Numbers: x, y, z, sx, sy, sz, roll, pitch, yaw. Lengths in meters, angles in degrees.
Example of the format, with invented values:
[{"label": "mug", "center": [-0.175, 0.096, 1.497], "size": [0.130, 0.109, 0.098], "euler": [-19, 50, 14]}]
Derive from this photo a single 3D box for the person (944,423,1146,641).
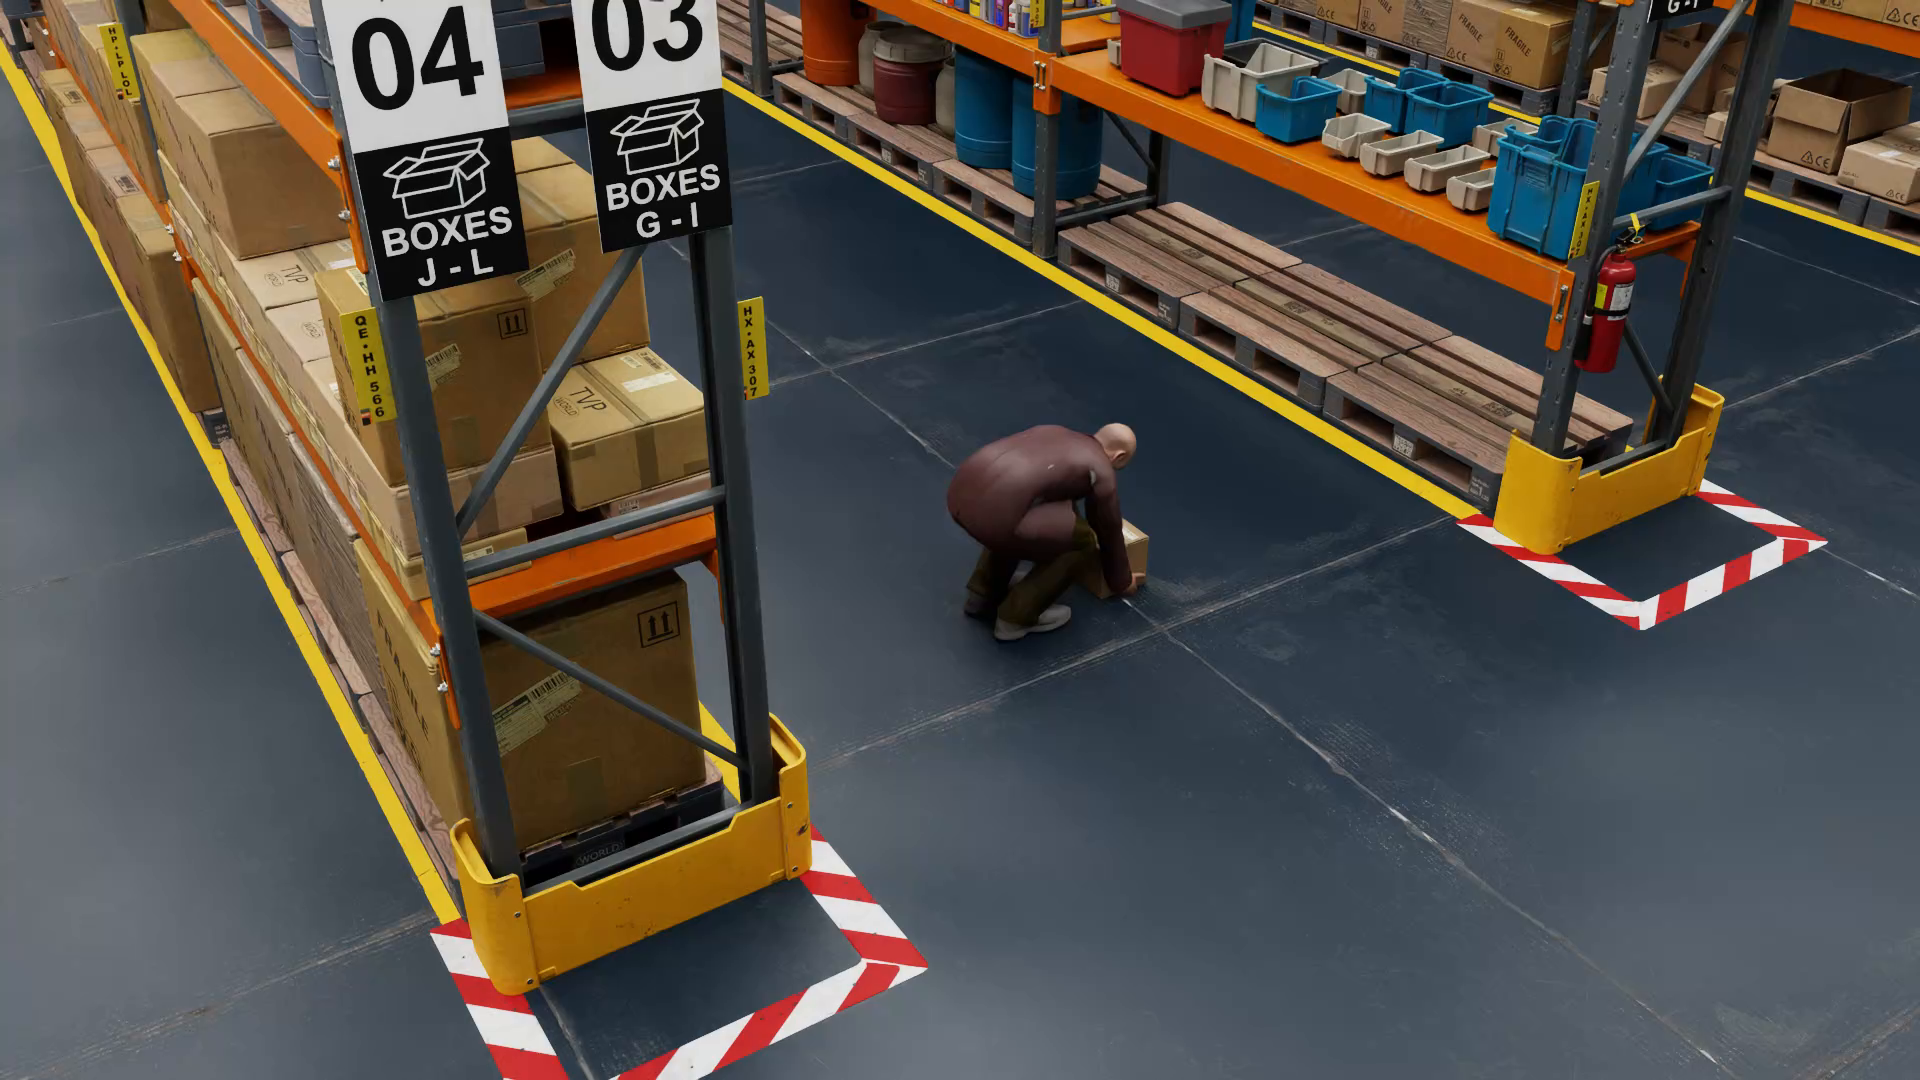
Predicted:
[{"label": "person", "center": [0.372, -0.075, 7.154], "size": [0.953, 0.874, 0.588], "euler": [-20, 37, -29]}]
